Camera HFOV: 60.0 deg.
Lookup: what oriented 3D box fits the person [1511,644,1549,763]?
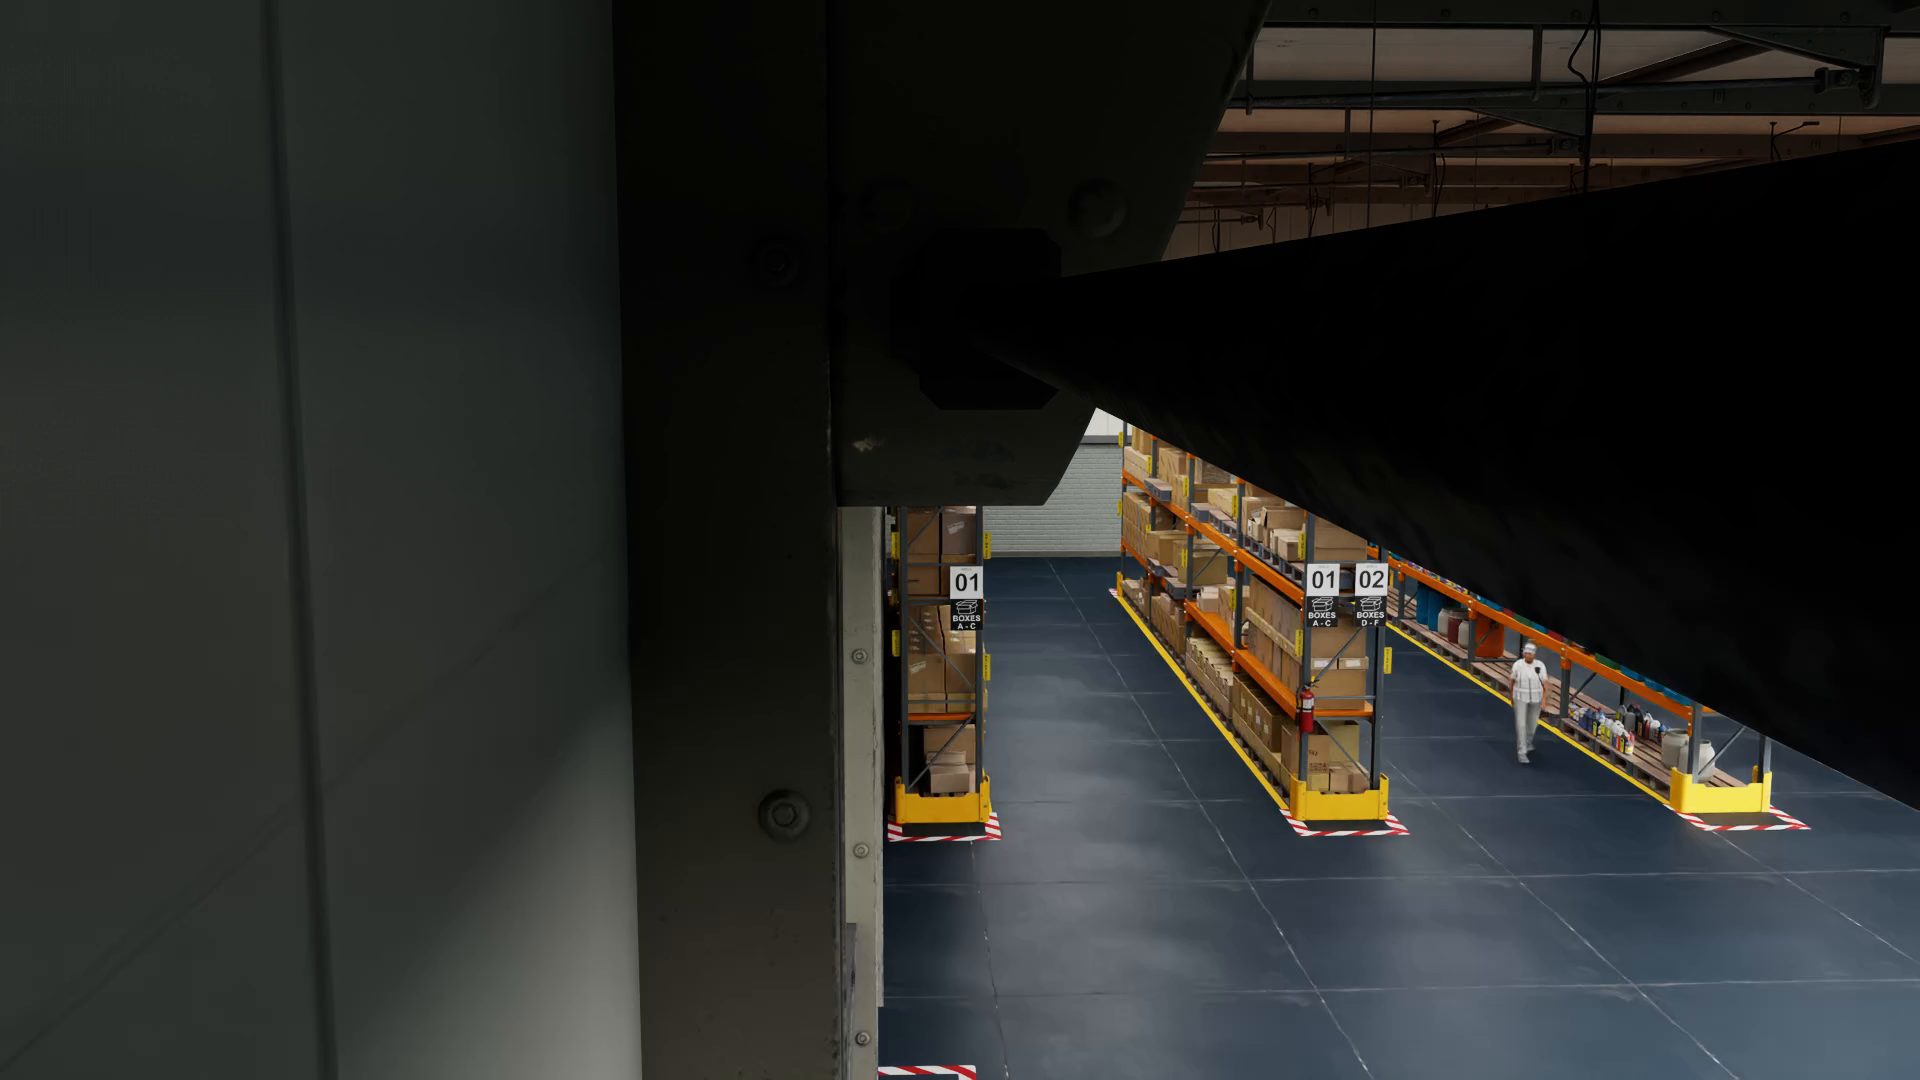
[{"bbox_3d":[8.006,2.252,23.355,0.478,1.603,1.001,1,8,8],"label":"person"}]
